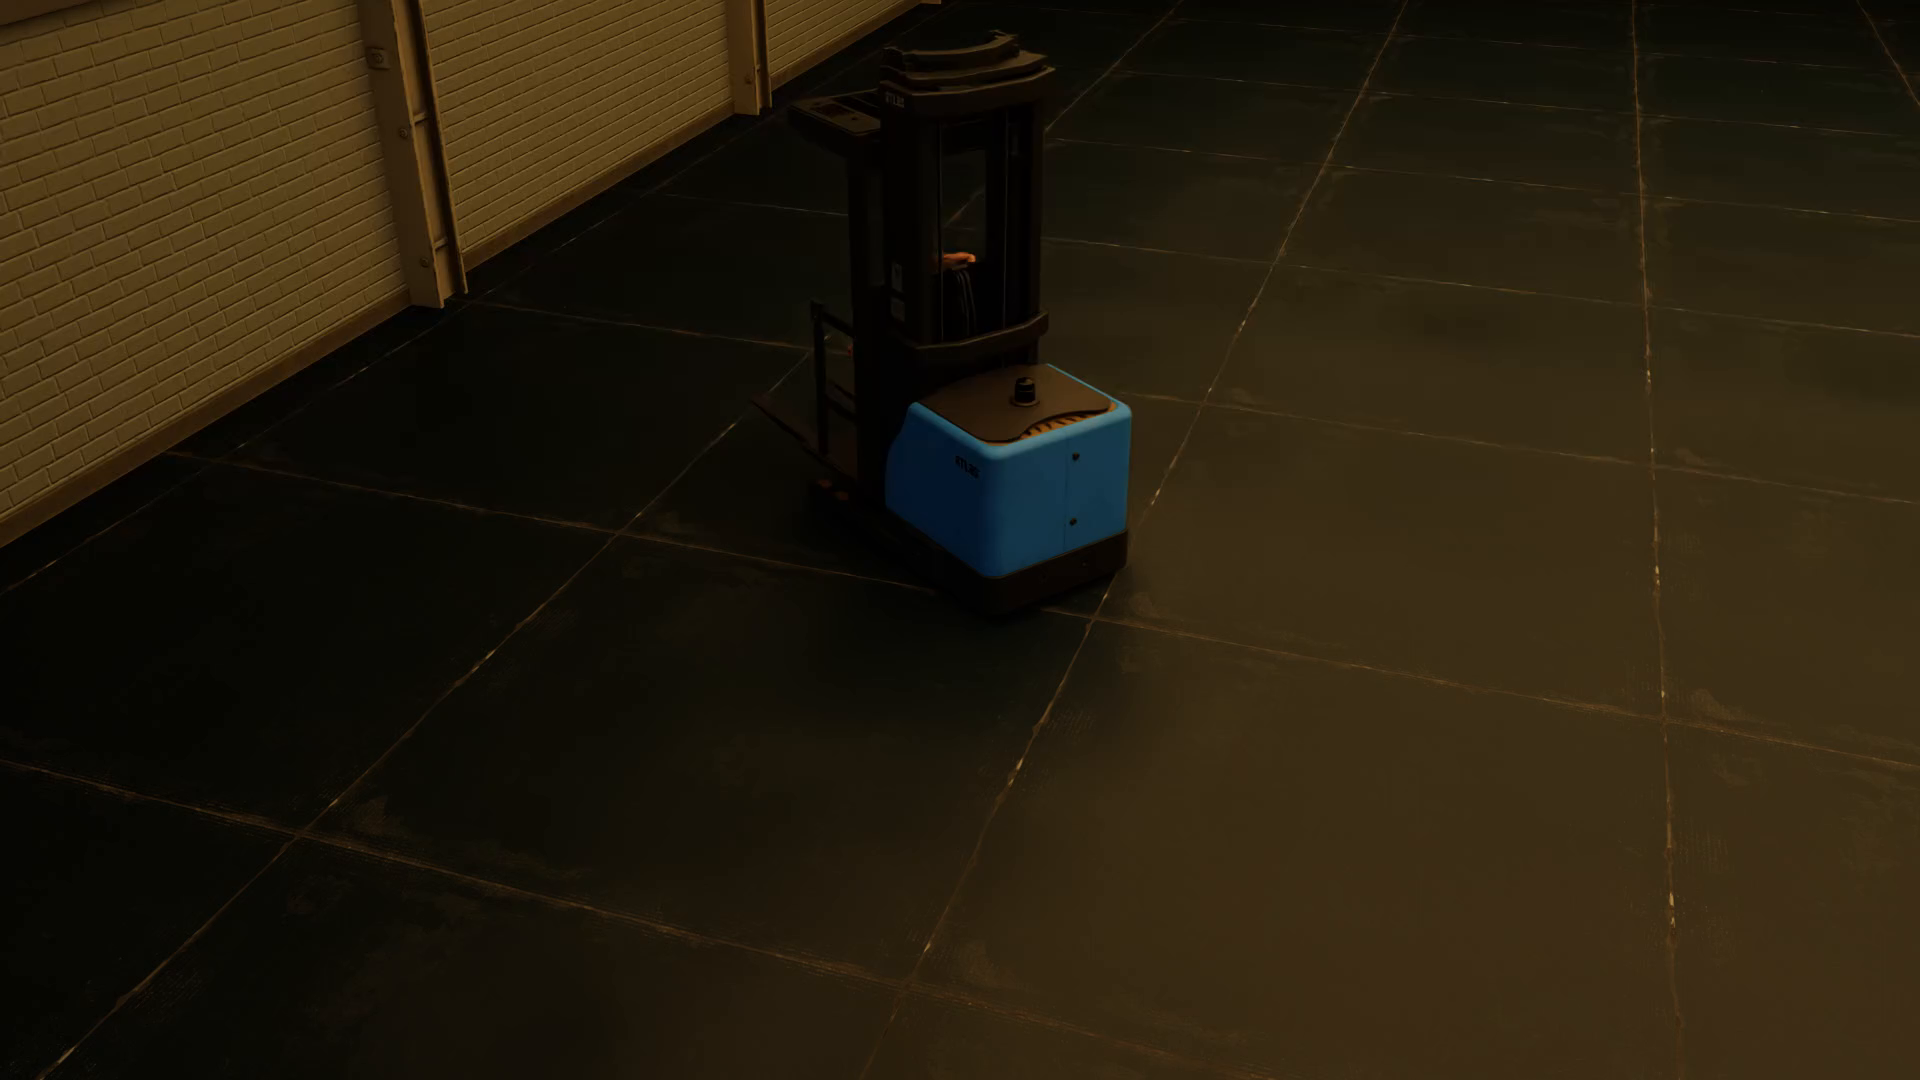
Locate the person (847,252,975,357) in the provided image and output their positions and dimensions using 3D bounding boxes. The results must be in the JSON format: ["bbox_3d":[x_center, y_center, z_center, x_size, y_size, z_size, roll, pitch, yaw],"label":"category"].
[{"bbox_3d":[-0.230,-1.236,10.747,0.884,1.358,0.942,4,30,8],"label":"person"}]

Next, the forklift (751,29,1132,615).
[{"bbox_3d":[-0.285,-1.535,9.828,1.130,2.935,3.031,-19,35,-30],"label":"forklift"}]
